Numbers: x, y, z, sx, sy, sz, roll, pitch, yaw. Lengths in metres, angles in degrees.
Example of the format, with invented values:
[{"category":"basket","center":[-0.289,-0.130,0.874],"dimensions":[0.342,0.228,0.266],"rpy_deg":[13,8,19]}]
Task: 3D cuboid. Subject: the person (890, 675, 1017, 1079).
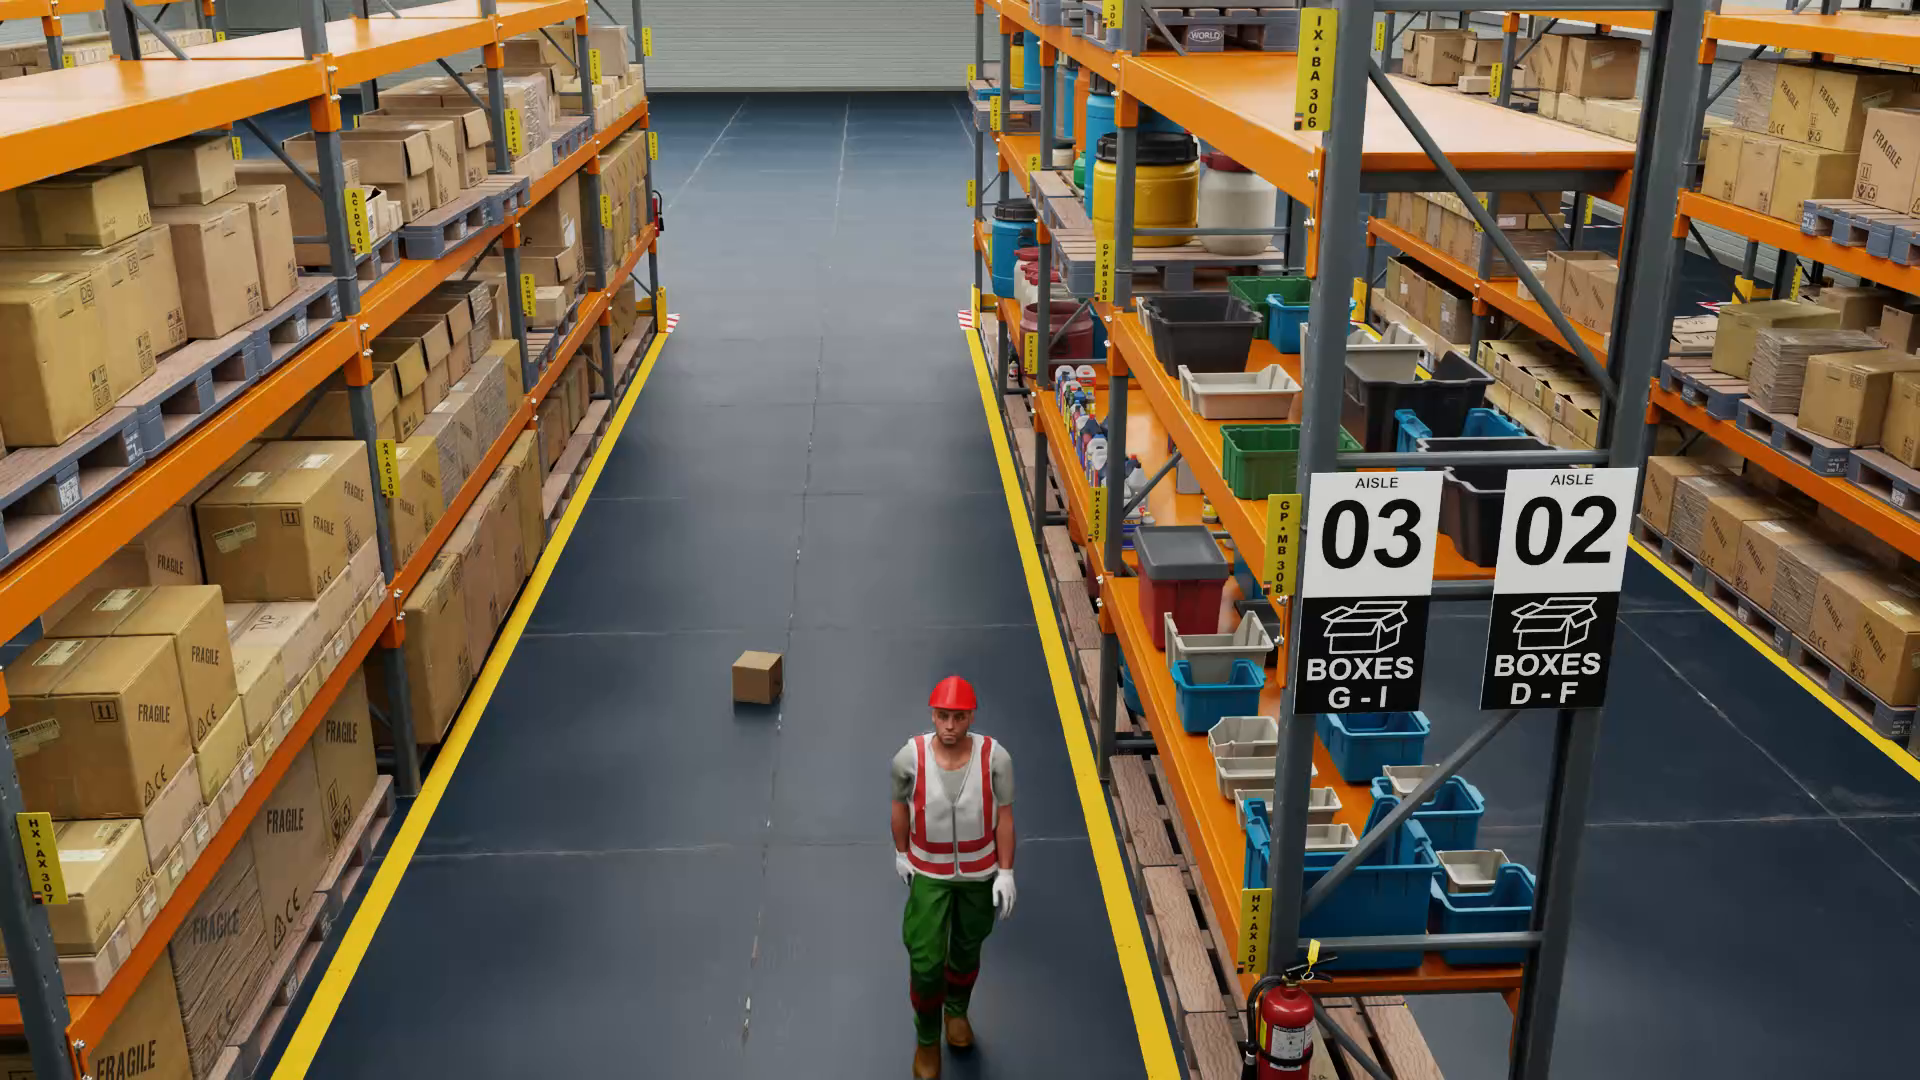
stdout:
[{"category":"person","center":[-0.022,1.448,7.111],"dimensions":[0.523,1.830,0.513],"rpy_deg":[-2,20,-6]}]
